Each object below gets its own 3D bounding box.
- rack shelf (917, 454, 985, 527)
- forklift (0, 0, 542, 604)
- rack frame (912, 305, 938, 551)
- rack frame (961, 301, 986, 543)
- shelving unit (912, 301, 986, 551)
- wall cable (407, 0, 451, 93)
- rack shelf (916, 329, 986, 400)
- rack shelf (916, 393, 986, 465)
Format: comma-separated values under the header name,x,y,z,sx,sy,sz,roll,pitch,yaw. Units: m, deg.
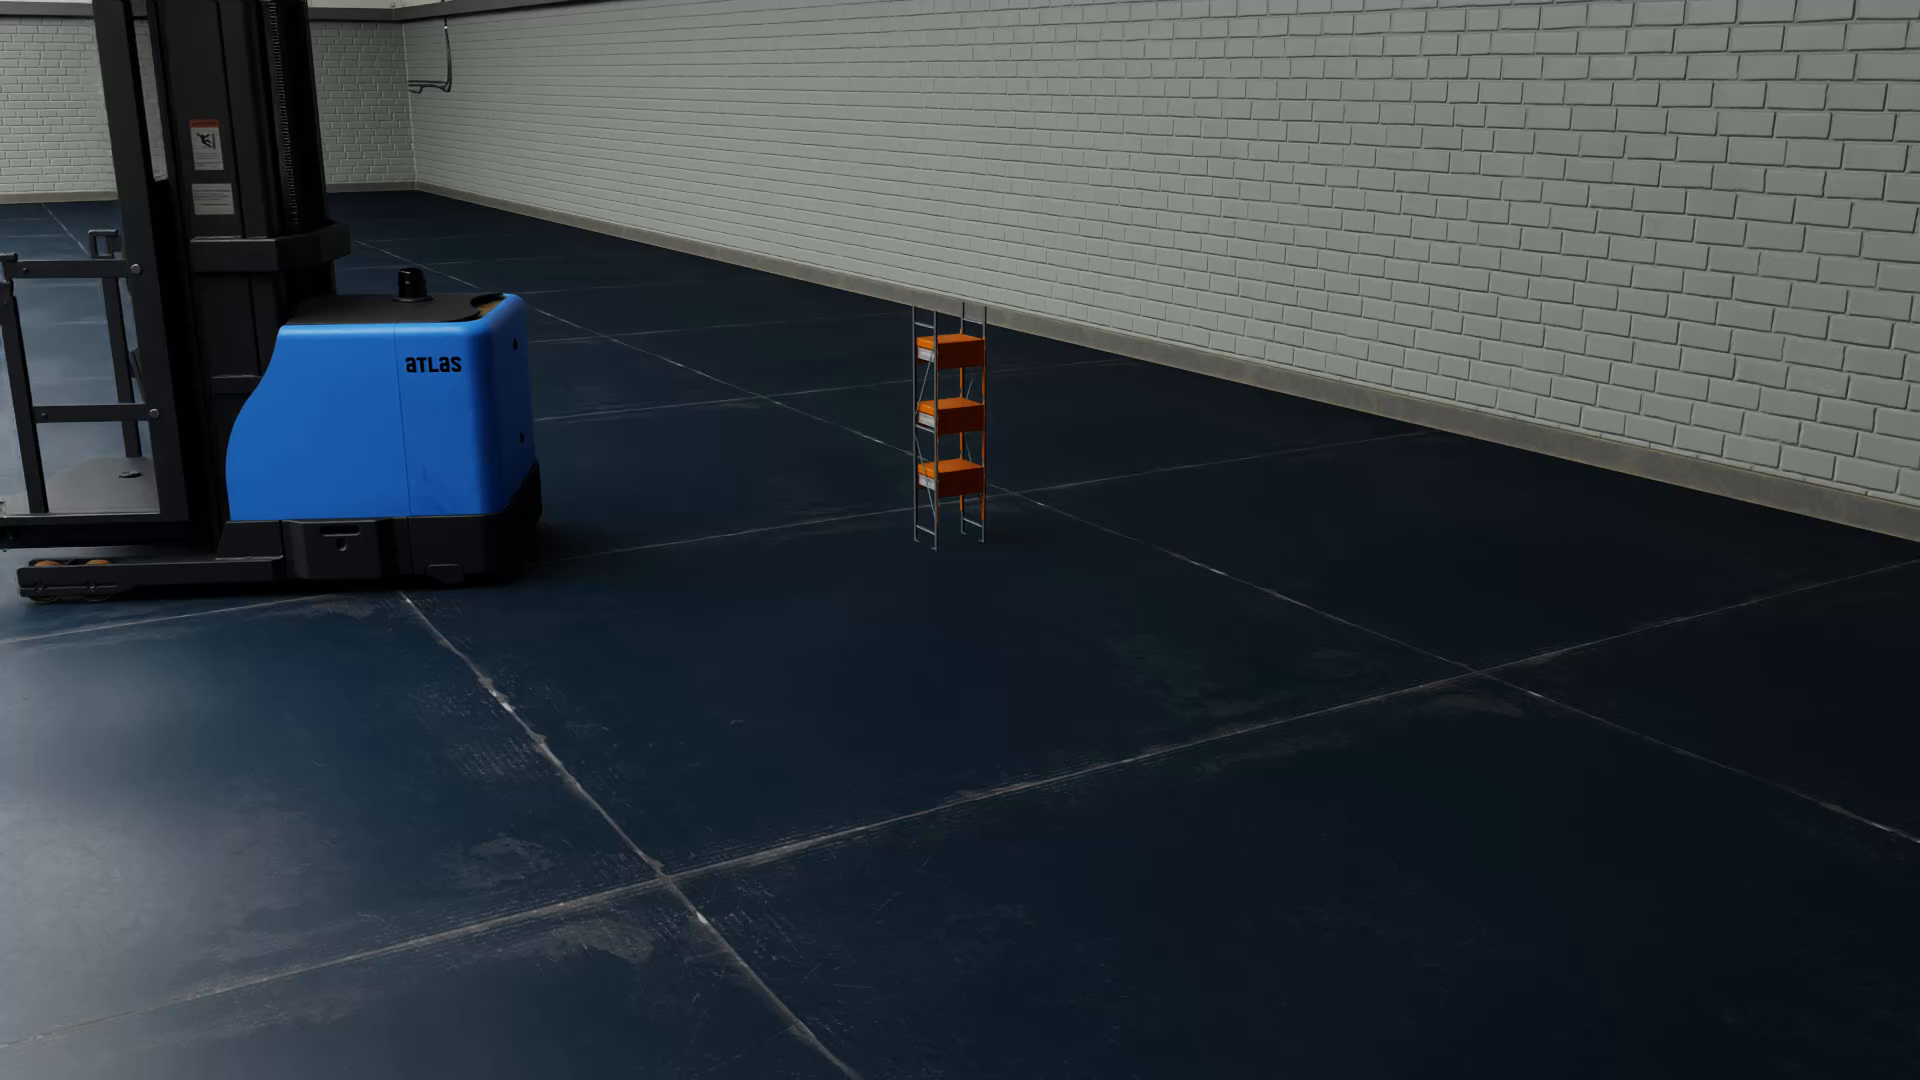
name,x,y,z,sx,sy,sz,roll,pitch,yaw
rack shelf,-0.046,-0.220,7.350,0.240,0.259,0.215,-9,18,-30
forklift,-3.377,-1.311,6.688,3.031,2.935,1.130,-2,16,-6
rack frame,-0.150,-0.481,7.212,0.008,1.050,0.200,-9,18,-30
rack frame,0.059,-0.515,7.333,0.008,1.050,0.200,-9,18,-30
shelving unit,-0.046,-0.498,7.272,0.252,1.050,0.215,-9,18,-30
wall cable,-9.058,-8.801,27.919,0.112,2.526,3.097,-9,18,-30
rack shelf,-0.046,-0.761,7.199,0.240,0.259,0.215,-9,18,-30
rack shelf,-0.046,-0.488,7.275,0.240,0.259,0.215,-9,18,-30
